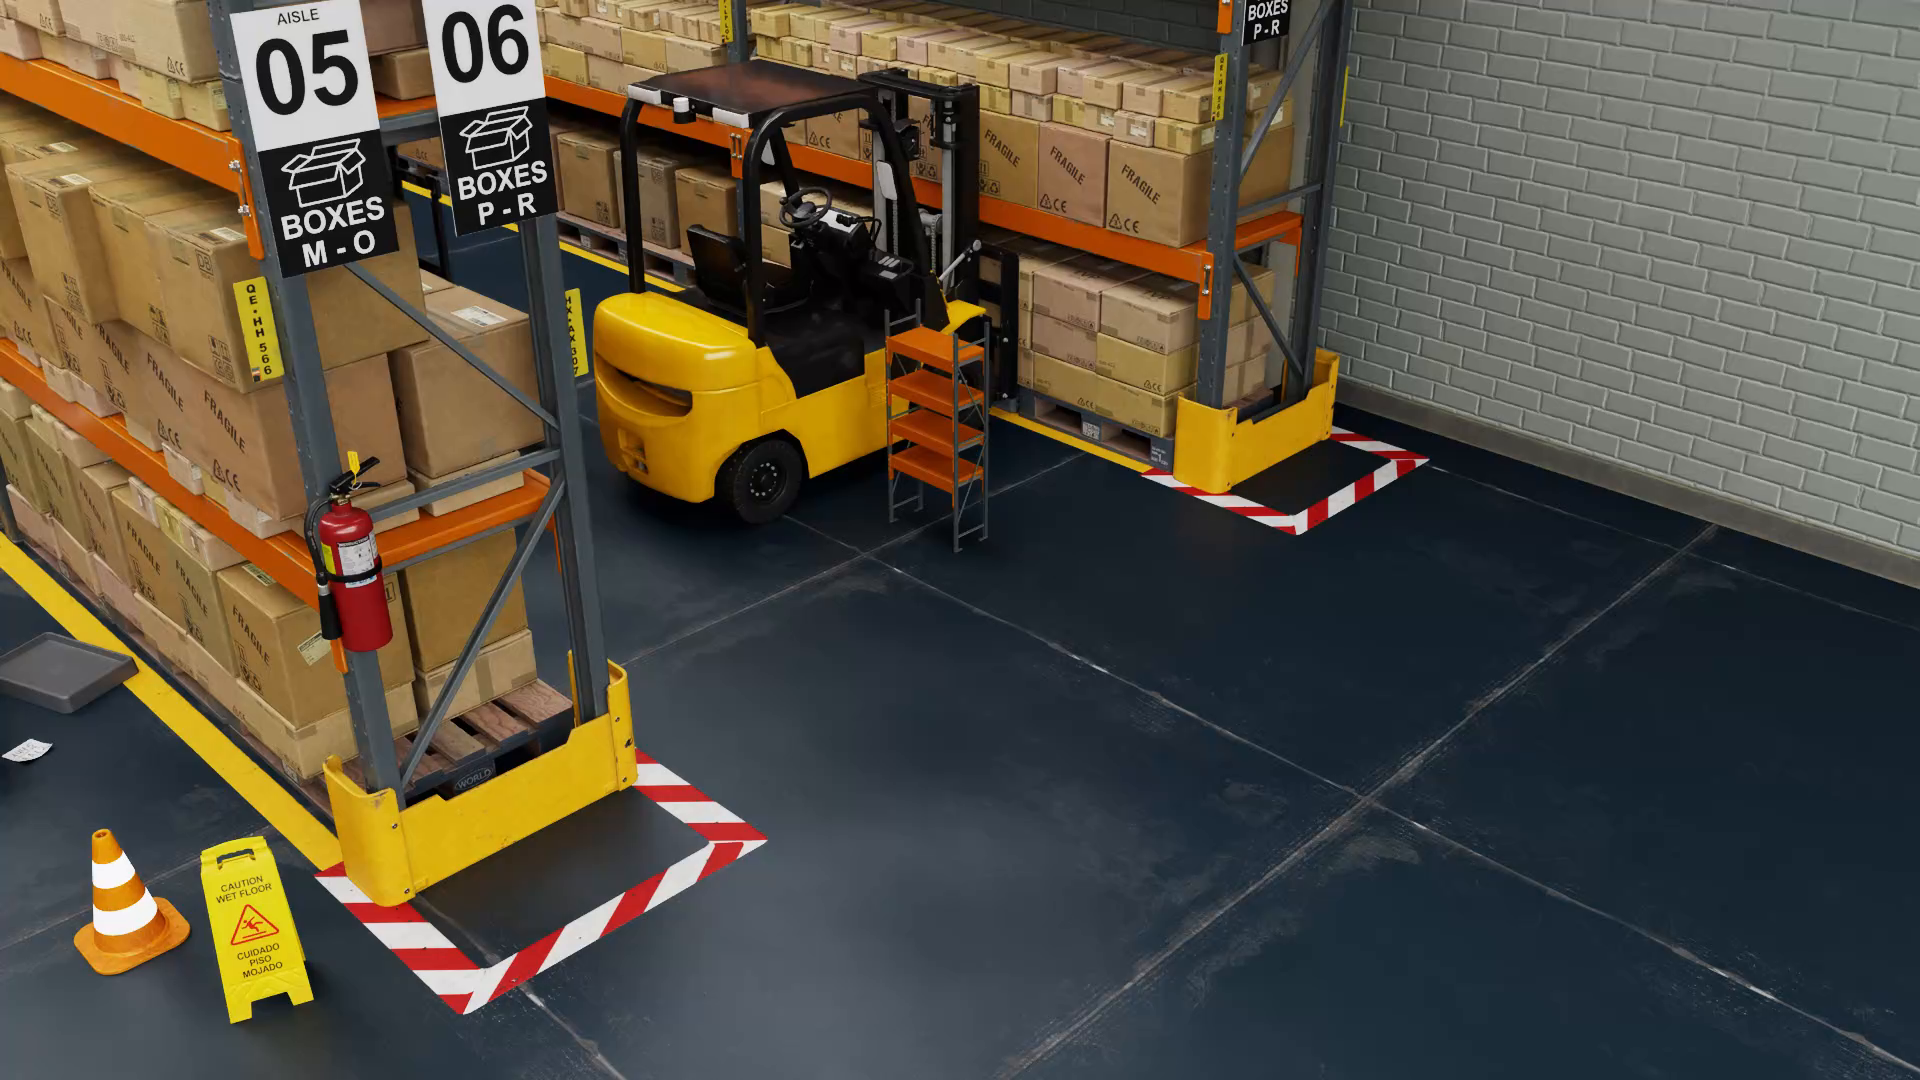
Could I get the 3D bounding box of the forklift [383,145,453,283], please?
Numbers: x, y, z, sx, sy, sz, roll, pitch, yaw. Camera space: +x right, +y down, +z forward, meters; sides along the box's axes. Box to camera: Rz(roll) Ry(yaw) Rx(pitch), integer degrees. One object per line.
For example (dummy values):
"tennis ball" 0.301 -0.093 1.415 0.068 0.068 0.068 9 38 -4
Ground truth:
"forklift" -3.704 -2.197 9.778 3.031 2.935 1.130 24 36 38

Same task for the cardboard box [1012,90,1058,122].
"cardboard box" 0.513 -2.515 9.505 0.250 0.149 0.380 23 36 37

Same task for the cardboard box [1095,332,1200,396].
"cardboard box" 1.128 -1.074 9.535 0.500 0.250 0.500 24 36 38

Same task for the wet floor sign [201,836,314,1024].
"wet floor sign" -2.398 1.279 5.624 0.267 0.644 0.232 -13 30 -22

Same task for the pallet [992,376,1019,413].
"pallet" 0.254 -1.228 10.859 1.213 0.211 1.003 25 36 38

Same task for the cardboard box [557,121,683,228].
"cardboard box" -2.623 -2.935 13.210 0.625 0.625 0.875 23 35 36

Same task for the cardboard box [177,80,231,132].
"cardboard box" -2.234 -1.420 5.275 0.250 0.149 0.380 25 37 39

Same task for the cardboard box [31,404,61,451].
"cardboard box" -3.989 -0.563 7.599 0.380 0.149 0.250 -24 36 -37

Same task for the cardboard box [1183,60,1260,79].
"cardboard box" 1.459 -2.580 9.309 0.380 0.149 0.250 -24 36 -38

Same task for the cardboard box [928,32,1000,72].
"cardboard box" 0.026 -2.925 9.965 0.250 0.149 0.380 25 37 39

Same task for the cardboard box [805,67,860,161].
"cardboard box" -0.642 -2.782 10.711 0.500 0.500 0.500 -25 36 -38

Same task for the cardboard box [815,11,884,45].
"cardboard box" -0.701 -3.259 10.600 0.250 0.149 0.380 24 36 37

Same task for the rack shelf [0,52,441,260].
"rack shelf" -3.209 -1.842 6.580 4.000 0.370 1.077 25 36 38

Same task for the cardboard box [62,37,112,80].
"cardboard box" -2.945 -1.759 5.919 0.250 0.149 0.380 24 36 38

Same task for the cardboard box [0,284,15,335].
"cardboard box" -4.143 -1.269 7.513 0.500 0.500 0.500 24 36 38

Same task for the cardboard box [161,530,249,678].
"cardboard box" -2.912 0.175 6.891 0.500 0.500 0.500 -24 36 -37

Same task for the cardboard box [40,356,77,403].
"cardboard box" -3.730 -0.744 7.212 0.250 0.149 0.380 25 37 39

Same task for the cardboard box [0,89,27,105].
"cardboard box" -4.125 -1.714 7.286 0.500 0.500 0.700 25 37 39

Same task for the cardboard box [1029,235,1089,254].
"cardboard box" 0.776 -1.788 10.357 0.500 0.250 0.500 24 36 38

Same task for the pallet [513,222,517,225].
"pallet" -3.451 -2.923 14.082 1.213 0.211 1.003 25 36 38

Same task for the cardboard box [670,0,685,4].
"cardboard box" -1.947 -4.004 12.337 0.250 0.149 0.380 25 36 38

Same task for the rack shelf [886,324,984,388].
"rack shelf" -0.118 -0.933 8.391 0.480 0.148 0.258 25 36 38

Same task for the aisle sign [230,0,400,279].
"aisle sign" -1.942 -1.214 5.043 0.004 0.787 0.394 25 36 38

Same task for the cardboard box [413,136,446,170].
"cardboard box" -4.463 -3.585 14.580 0.500 0.500 0.500 -24 36 -38

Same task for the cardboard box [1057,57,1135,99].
"cardboard box" 0.762 -2.591 9.331 0.250 0.149 0.380 25 37 39

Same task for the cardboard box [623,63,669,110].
"cardboard box" -2.063 -3.307 11.978 0.500 0.250 0.500 24 36 38

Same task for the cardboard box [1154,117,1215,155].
"cardboard box" 1.251 -2.180 8.869 0.380 0.149 0.250 -25 36 -38

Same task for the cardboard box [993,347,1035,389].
"cardboard box" 0.439 -1.178 10.270 0.500 0.250 0.500 -25 37 -39

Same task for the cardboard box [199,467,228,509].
"cardboard box" -2.626 -0.257 6.285 0.250 0.149 0.380 24 36 38

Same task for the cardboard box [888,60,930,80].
"cardboard box" -0.223 -2.847 10.136 0.250 0.149 0.380 23 36 37

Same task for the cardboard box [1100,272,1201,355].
"cardboard box" 1.147 -1.287 9.403 0.500 0.250 0.500 -24 36 -38

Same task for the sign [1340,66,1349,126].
"sign" 2.088 -2.429 9.131 0.005 0.325 0.100 25 36 38

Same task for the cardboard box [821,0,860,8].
"cardboard box" -0.719 -3.593 11.236 0.250 0.149 0.380 25 36 38

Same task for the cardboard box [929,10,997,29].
"cardboard box" 0.023 -3.263 10.609 0.250 0.149 0.380 24 36 38

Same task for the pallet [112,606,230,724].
"pallet" -3.258 0.354 7.849 1.213 0.211 1.003 25 36 38

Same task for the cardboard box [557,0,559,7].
"cardboard box" -2.809 -4.098 12.516 0.250 0.149 0.380 25 36 38

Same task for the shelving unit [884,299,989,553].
"shelving unit" -0.118 -0.585 8.573 0.503 1.200 0.258 25 36 38

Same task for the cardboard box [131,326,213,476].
"cardboard box" -2.717 -0.607 6.254 0.500 0.500 0.500 25 36 38

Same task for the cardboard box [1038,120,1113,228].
"cardboard box" 0.796 -2.119 9.449 0.500 0.500 0.500 -24 36 -38

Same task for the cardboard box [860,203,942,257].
"cardboard box" -0.313 -1.954 10.673 0.500 0.250 0.500 -24 36 -38

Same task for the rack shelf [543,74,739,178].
"rack shelf" -2.584 -3.468 12.895 4.000 0.370 1.077 25 36 38

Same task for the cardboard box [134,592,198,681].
"cardboard box" -3.289 0.336 7.391 0.500 0.250 0.500 23 35 37

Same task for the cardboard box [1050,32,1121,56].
"cardboard box" 0.754 -2.932 9.979 0.250 0.149 0.380 24 36 37

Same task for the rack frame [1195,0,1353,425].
"rack frame" 1.694 -1.829 9.005 0.127 3.000 1.000 25 36 38

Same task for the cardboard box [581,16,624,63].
"cardboard box" -2.420 -3.698 12.184 0.500 0.250 0.500 -24 36 -38

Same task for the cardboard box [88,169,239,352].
"cardboard box" -2.656 -1.060 6.042 0.700 0.500 0.500 -25 37 -39

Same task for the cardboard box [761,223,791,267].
"cardboard box" -1.030 -2.064 11.418 0.500 0.250 0.500 24 36 38

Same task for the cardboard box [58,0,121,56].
"cardboard box" -2.685 -1.820 5.606 0.500 0.250 0.500 24 36 38

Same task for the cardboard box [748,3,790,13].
"cardboard box" -1.258 -3.651 11.666 0.250 0.149 0.380 24 36 37

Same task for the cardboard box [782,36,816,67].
"cardboard box" -0.929 -3.190 10.789 0.380 0.149 0.250 -24 36 -38

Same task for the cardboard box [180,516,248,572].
"cardboard box" -2.846 -0.040 6.604 0.380 0.149 0.250 -24 36 -38

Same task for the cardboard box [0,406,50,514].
"cardboard box" -4.404 -0.504 8.183 0.500 0.500 0.500 -23 36 -37

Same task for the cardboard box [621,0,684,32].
"cardboard box" -2.172 -3.720 11.798 0.250 0.149 0.380 23 36 37
